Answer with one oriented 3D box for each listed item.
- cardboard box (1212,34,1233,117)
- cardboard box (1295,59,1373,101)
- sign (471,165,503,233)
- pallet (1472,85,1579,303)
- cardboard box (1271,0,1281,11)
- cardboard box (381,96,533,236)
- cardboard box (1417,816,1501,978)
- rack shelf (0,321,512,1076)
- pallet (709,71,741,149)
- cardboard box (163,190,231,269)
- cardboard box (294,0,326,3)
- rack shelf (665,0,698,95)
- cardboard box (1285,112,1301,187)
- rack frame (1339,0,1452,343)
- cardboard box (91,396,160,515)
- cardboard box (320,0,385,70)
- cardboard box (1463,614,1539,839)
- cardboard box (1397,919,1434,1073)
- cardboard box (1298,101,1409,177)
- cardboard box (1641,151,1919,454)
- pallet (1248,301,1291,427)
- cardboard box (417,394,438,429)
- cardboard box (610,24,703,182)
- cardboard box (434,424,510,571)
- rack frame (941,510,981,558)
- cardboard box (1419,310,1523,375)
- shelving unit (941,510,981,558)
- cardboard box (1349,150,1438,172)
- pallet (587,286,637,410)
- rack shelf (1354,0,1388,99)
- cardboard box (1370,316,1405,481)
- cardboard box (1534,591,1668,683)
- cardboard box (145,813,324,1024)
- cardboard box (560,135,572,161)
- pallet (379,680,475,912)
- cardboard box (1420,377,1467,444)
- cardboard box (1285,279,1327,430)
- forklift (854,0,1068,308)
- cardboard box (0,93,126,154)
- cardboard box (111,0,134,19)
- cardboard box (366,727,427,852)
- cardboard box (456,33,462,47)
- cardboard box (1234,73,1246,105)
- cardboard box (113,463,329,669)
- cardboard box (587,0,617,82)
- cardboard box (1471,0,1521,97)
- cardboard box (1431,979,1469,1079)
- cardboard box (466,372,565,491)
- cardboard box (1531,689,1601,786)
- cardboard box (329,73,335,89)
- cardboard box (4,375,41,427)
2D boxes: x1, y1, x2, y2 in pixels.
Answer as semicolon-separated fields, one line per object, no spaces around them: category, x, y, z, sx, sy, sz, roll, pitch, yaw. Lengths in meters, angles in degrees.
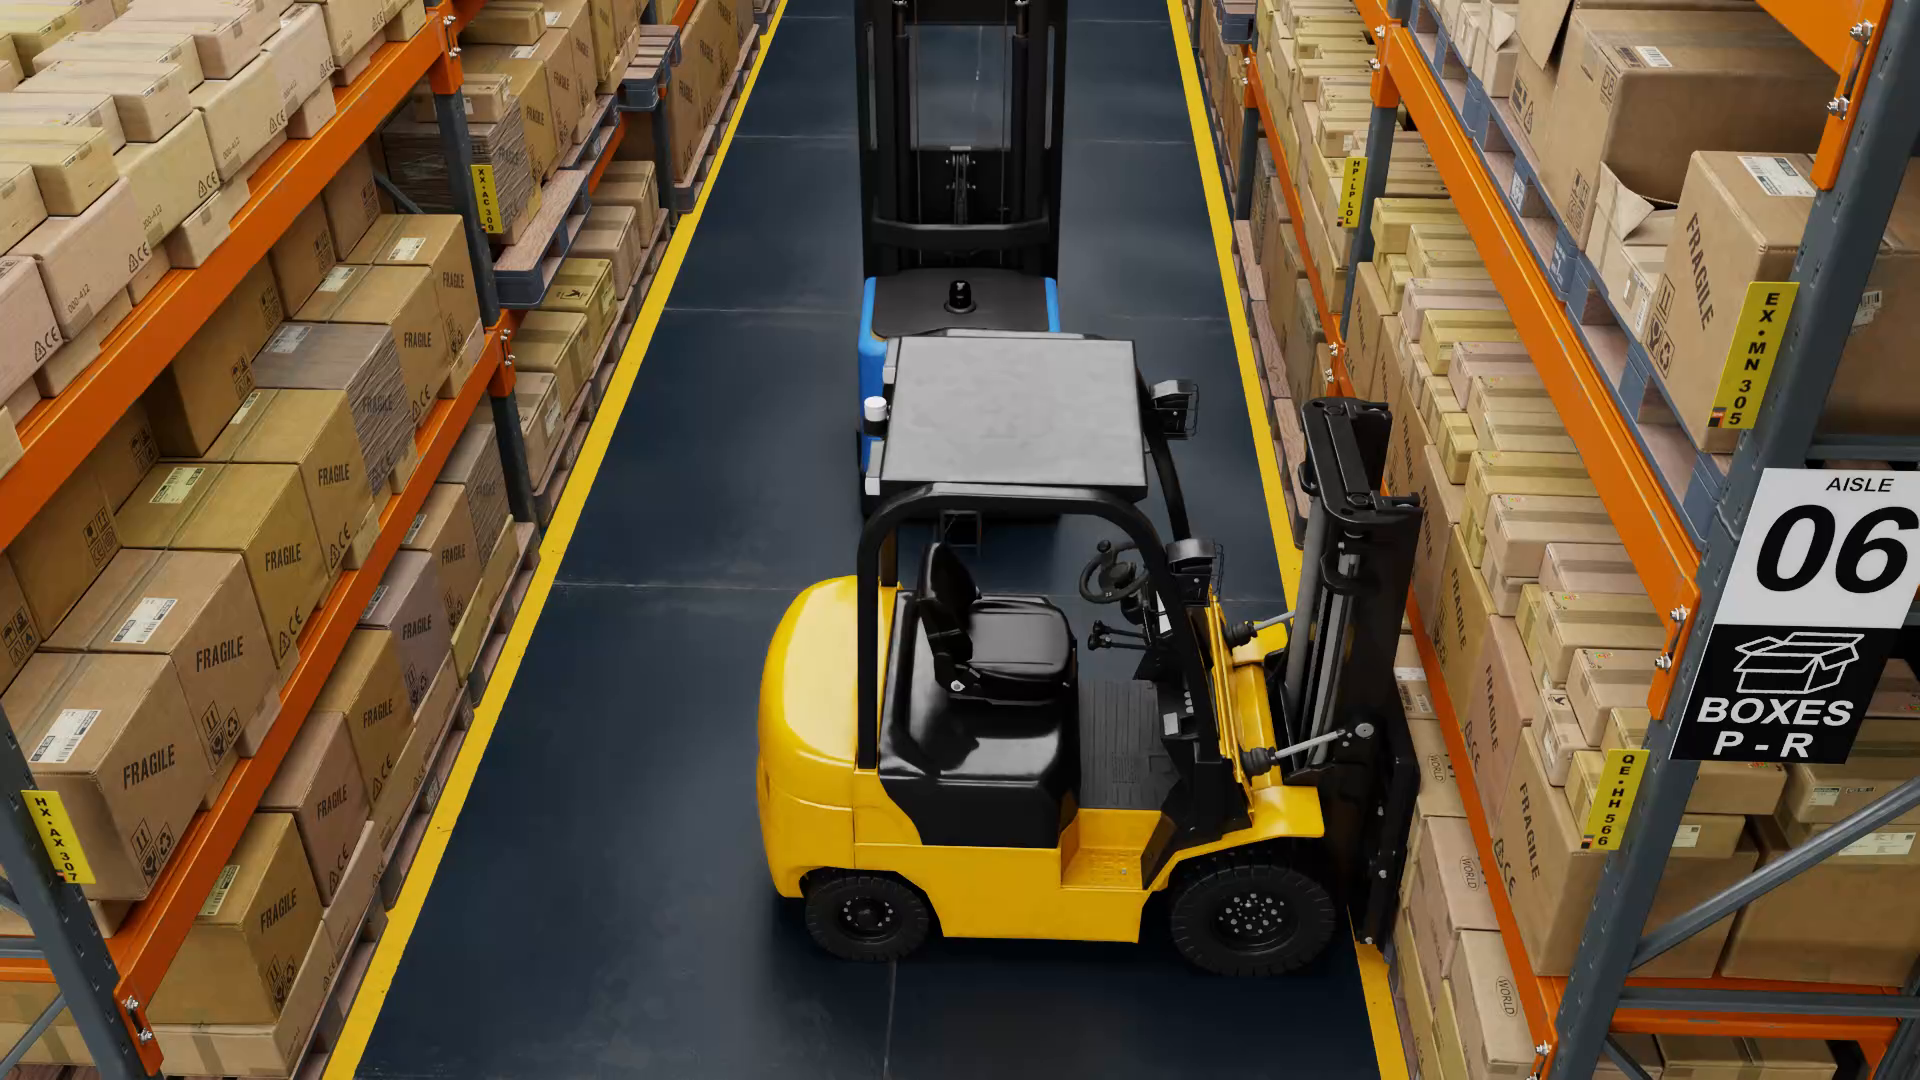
cardboard box;2.287;-3.664;13.110;0.500;0.500;0.500;0;35;0
cardboard box;2.020;-2.479;8.963;0.380;0.149;0.250;0;35;1
sign;-2.144;-1.541;7.527;0.100;0.325;0.005;1;35;2
pallet;2.213;-1.084;5.097;1.003;0.211;1.213;1;35;2
cardboard box;2.117;-3.357;10.213;0.380;0.149;0.250;2;35;3
cardboard box;-2.381;-1.792;7.926;0.500;0.500;0.500;2;35;3
cardboard box;1.834;1.195;5.544;0.500;0.250;0.500;2;35;3
rack shelf;-2.767;0.249;6.359;1.077;0.370;4.000;1;35;2
pallet;-2.367;-3.502;13.496;1.003;0.211;1.213;1;35;2
cardboard box;-2.462;-0.947;5.044;0.380;0.149;0.250;2;35;2
cardboard box;-2.394;-2.008;5.860;0.380;0.149;0.250;2;35;3
rack shelf;-2.446;-4.348;12.899;1.077;0.370;4.000;1;35;2
cardboard box;2.110;-2.187;9.329;0.500;0.250;0.500;2;35;3
rack frame;2.273;-1.082;7.627;1.000;3.000;0.127;1;35;2
cardboard box;-3.100;-0.353;5.374;0.700;0.500;0.500;1;35;1
cardboard box;-2.455;-1.932;6.099;0.500;0.250;0.500;1;35;1
cardboard box;1.900;0.588;5.163;0.500;0.500;0.500;2;35;3
cardboard box;1.845;1.606;5.828;0.500;0.250;0.500;1;35;2
cardboard box;2.077;-2.103;8.775;0.500;0.250;0.500;2;35;3
cardboard box;1.887;-0.525;3.686;0.500;0.500;0.500;2;35;3
pallet;2.310;-1.068;10.032;1.003;0.211;1.213;1;35;2
cardboard box;-2.487;-0.609;7.172;0.380;0.149;0.250;2;35;2
cardboard box;-2.415;-3.190;12.109;0.875;0.875;0.875;1;35;1
cardboard box;-2.442;-0.202;7.749;0.500;0.500;0.500;1;35;1
rack frame;0.004;-0.341;8.267;0.200;1.050;0.008;0;35;0
cardboard box;1.946;-0.740;6.230;0.380;0.149;0.250;1;35;1
shelving unit;0.004;-0.411;8.367;0.215;1.050;0.252;0;35;0
cardboard box;2.057;-1.739;7.910;0.380;0.149;0.250;1;35;1
pallet;-2.611;-1.204;10.225;1.003;0.211;1.213;1;35;2
rack shelf;2.353;-3.164;8.606;1.077;0.370;4.000;1;35;2
cardboard box;1.990;-0.575;6.818;0.500;0.500;0.500;2;35;3
cardboard box;1.878;0.284;4.773;0.380;0.149;0.250;2;35;3
cardboard box;-2.538;1.279;5.641;0.500;0.500;0.500;0;35;0
cardboard box;-2.331;-2.171;9.029;0.380;0.149;0.250;2;35;2
pallet;-2.725;1.035;7.039;1.003;0.211;1.213;1;35;2
cardboard box;1.917;-0.477;6.114;0.380;0.149;0.250;0;35;0
cardboard box;2.322;-1.028;9.250;0.875;0.625;0.625;1;35;1
forklift;0.009;-2.128;9.174;1.121;2.935;3.031;0;35;0
cardboard box;-2.565;-1.121;4.599;0.380;0.149;0.250;1;35;2
cardboard box;-3.023;-1.877;5.673;0.380;0.149;0.250;0;35;0
cardboard box;-2.501;0.992;6.701;0.500;0.250;0.500;4;35;5
cardboard box;-2.852;-2.381;8.764;0.500;0.500;0.500;2;35;4
cardboard box;2.180;-3.242;11.945;0.380;0.149;0.250;0;35;-1
cardboard box;-2.515;0.085;5.621;0.500;0.500;0.500;1;35;1
cardboard box;-2.296;-2.973;9.606;0.500;0.500;0.500;-1;35;-1
cardboard box;1.910;-1.622;5.450;0.396;0.266;0.258;1;35;1
cardboard box;1.819;1.678;5.291;0.500;0.250;0.500;1;35;1
cardboard box;-2.668;-0.593;8.851;0.950;0.372;0.625;2;35;2
cardboard box;1.827;0.556;4.644;0.380;0.149;0.250;2;35;3
cardboard box;-2.536;-1.696;6.110;0.380;0.149;0.250;0;35;0
cardboard box;-2.589;-0.357;4.205;0.380;0.149;0.250;0;35;0
